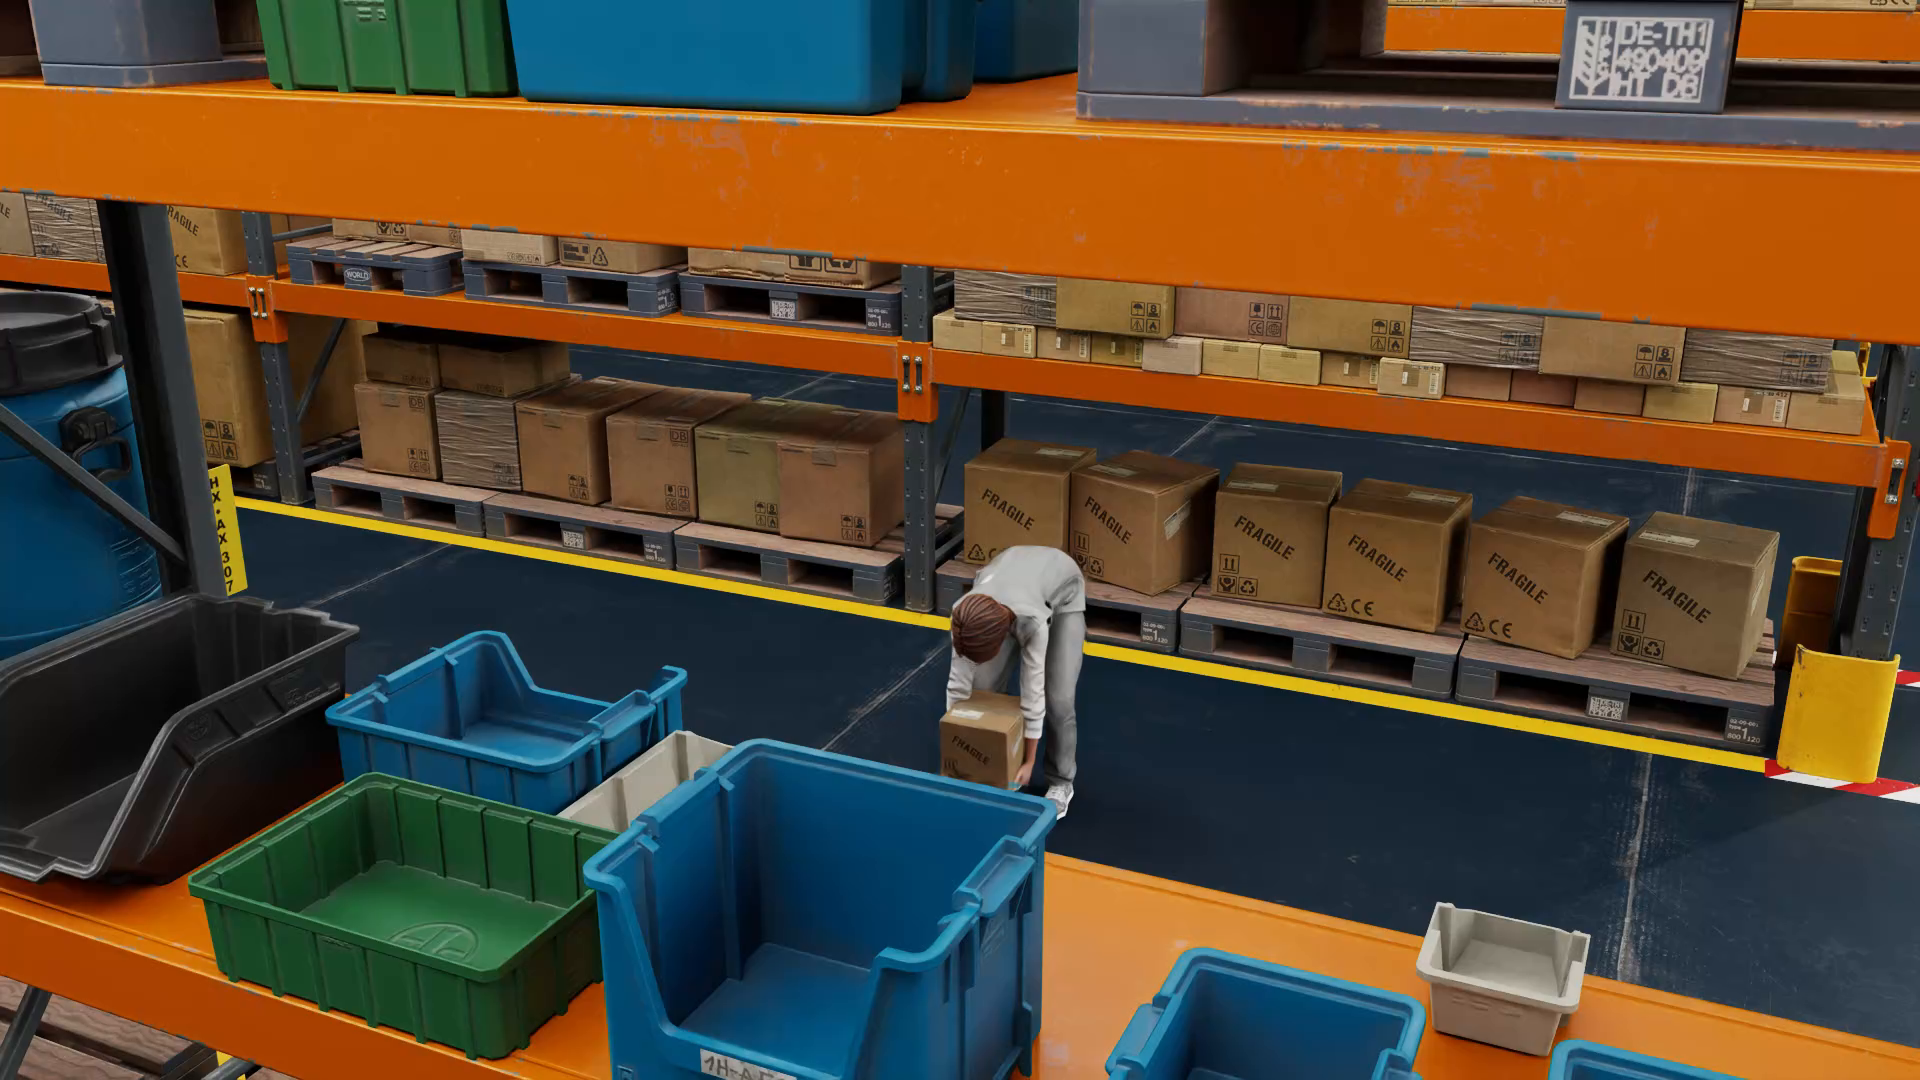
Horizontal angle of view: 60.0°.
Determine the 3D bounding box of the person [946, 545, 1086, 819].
[{"bbox_3d":[-8.411,-3.223,9.118,19.570,6.003,24.547,8,21,21],"label":"person"}]
